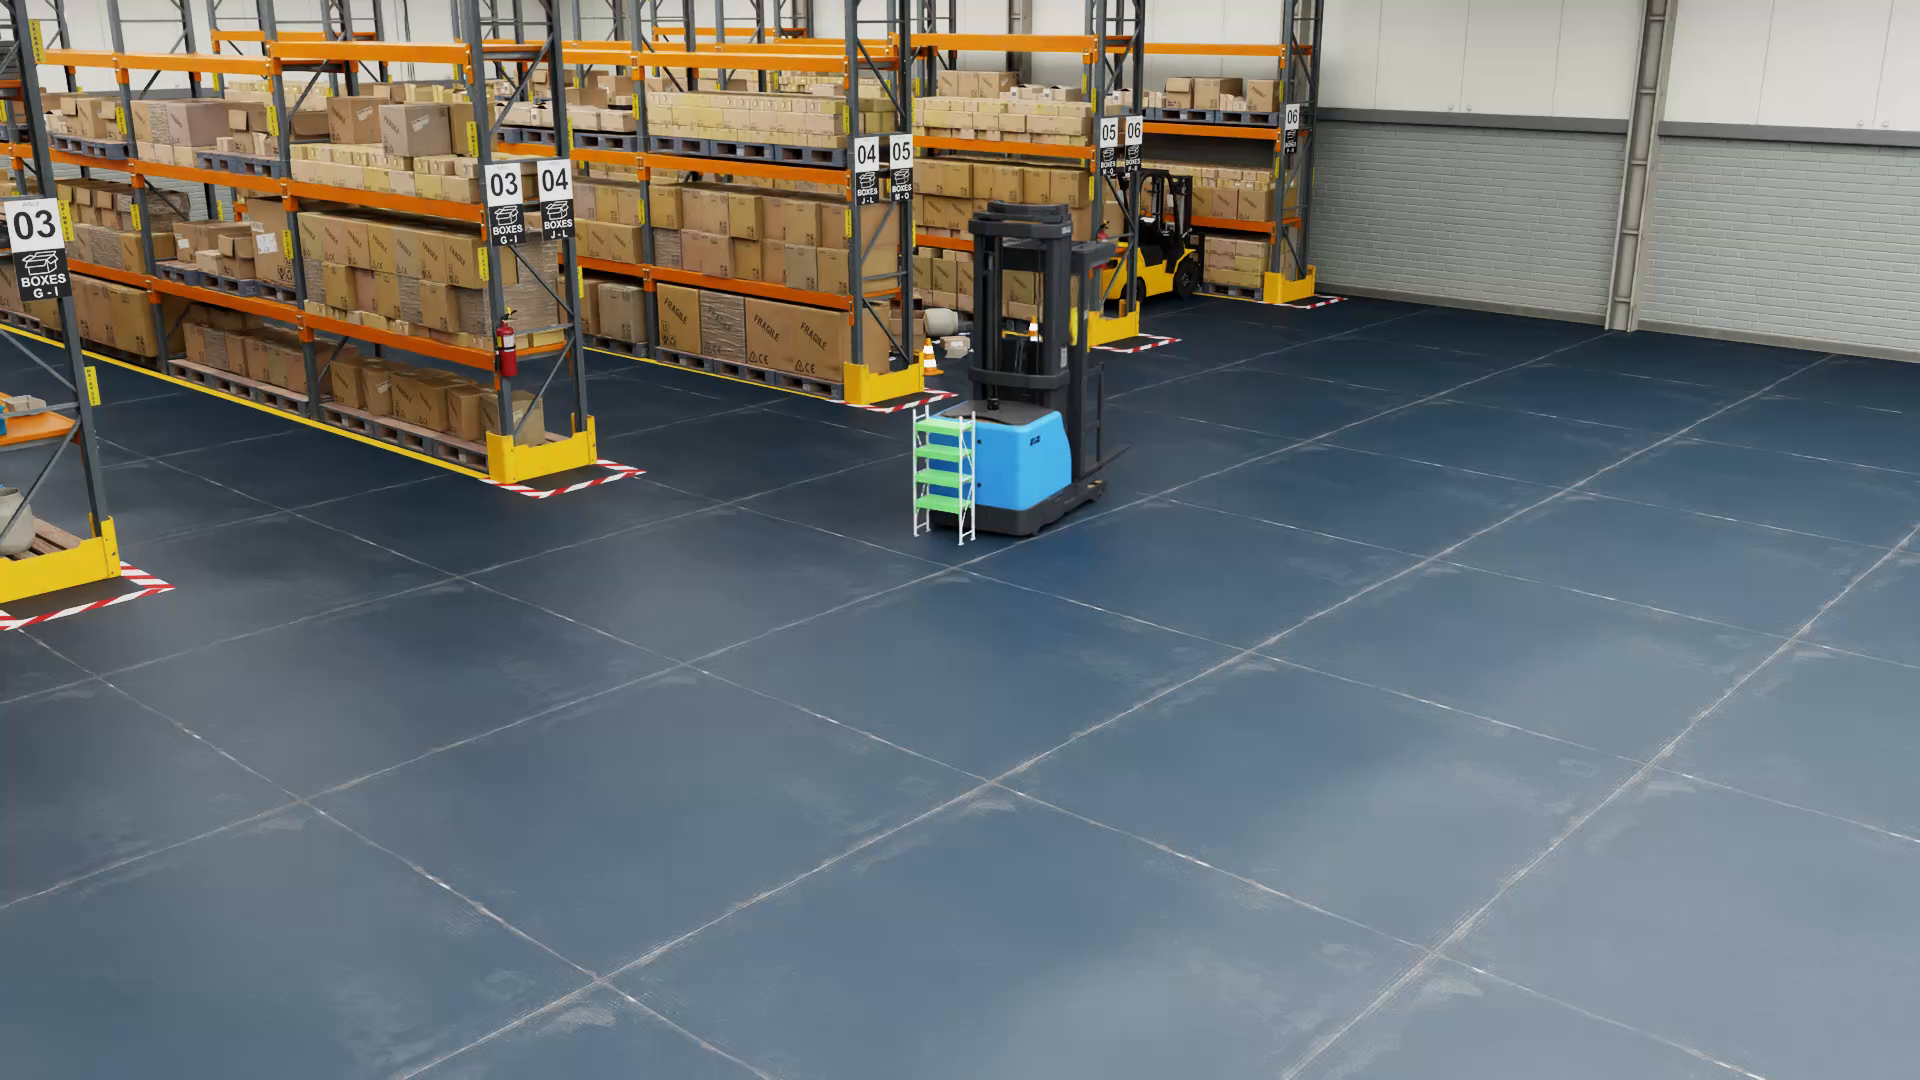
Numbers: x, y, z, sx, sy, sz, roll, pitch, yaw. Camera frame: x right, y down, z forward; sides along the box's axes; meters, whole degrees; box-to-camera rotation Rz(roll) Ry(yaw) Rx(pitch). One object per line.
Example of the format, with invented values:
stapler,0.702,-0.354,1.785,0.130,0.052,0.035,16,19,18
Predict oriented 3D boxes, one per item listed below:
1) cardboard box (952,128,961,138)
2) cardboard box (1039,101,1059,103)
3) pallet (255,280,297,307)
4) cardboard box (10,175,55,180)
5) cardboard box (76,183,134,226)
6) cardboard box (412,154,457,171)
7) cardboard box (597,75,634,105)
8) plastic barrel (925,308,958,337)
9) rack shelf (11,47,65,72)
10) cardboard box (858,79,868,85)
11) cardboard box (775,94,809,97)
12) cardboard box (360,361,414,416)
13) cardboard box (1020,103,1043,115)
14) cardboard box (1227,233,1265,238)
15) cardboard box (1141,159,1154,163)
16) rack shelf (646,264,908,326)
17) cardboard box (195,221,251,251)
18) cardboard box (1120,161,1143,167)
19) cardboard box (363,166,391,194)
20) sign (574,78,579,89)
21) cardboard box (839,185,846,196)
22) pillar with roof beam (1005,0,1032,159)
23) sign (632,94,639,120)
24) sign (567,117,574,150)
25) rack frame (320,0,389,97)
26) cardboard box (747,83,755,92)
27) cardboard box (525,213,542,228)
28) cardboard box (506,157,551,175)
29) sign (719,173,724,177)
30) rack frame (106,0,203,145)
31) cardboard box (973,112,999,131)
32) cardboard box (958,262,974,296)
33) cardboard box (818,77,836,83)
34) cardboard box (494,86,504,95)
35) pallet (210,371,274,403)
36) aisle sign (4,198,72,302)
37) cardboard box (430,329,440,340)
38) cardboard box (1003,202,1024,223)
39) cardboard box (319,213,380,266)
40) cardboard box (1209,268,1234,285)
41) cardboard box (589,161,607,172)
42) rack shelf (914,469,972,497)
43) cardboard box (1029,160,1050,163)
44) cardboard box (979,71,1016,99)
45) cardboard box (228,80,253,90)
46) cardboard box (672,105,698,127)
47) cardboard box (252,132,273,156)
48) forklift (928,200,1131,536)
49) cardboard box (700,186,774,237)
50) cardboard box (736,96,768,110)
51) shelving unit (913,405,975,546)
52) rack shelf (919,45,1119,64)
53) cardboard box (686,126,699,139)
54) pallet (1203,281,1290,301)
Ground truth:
cardboard box,0.094,-6.181,25.225,0.250,0.149,0.380,14,22,38
cardboard box,1.382,-6.406,24.614,0.250,0.149,0.380,15,23,39
pallet,-7.800,-3.048,20.212,1.213,0.211,1.003,15,23,39
cardboard box,-14.252,-5.345,25.649,0.500,0.500,0.500,14,22,38
cardboard box,-11.844,-4.697,23.267,0.637,0.503,0.797,16,24,41
cardboard box,-5.448,-3.915,17.257,0.250,0.149,0.380,15,23,40
cardboard box,-6.264,-8.236,30.425,0.500,0.500,0.500,15,23,38
plastic barrel,-0.305,-3.236,24.747,0.512,0.421,0.421,-3,18,-8
rack shelf,-14.804,-7.287,25.184,4.000,0.370,1.077,15,23,39
cardboard box,-1.871,-9.075,33.023,0.250,0.149,0.380,15,23,39
cardboard box,-2.145,-5.635,21.327,0.250,0.149,0.380,15,23,40
cardboard box,-6.619,-1.759,19.272,0.500,0.500,0.500,-10,20,-28
cardboard box,1.092,-6.304,24.293,0.250,0.149,0.380,15,23,39
cardboard box,4.927,-5.121,28.624,0.500,0.250,0.500,15,23,39
cardboard box,3.352,-6.712,29.710,0.250,0.149,0.380,15,23,39
rack shelf,-2.461,-3.310,21.911,4.000,0.370,1.077,15,23,39
cardboard box,-9.402,-3.815,21.453,0.700,0.500,0.500,-14,22,-38
cardboard box,3.039,-6.605,29.374,0.250,0.149,0.380,14,23,38
cardboard box,-5.995,-3.852,17.716,0.500,0.250,0.500,15,23,38
sign,-7.098,-8.389,30.781,0.005,0.325,0.100,15,23,39
cardboard box,-1.616,-5.725,26.978,0.500,0.500,0.500,15,23,40
pillar with roof beam,-1.731,-8.950,28.573,0.400,9.000,9.100,15,23,39
sign,-4.310,-5.756,22.095,0.005,0.325,0.100,15,23,39
sign,-3.973,-4.119,16.866,0.005,0.325,0.100,15,23,39
rack frame,-9.940,-8.520,27.222,0.127,3.000,1.000,15,23,39
cardboard box,-4.361,-9.567,35.235,0.500,0.250,0.500,14,22,37
cardboard box,-6.033,-4.552,24.468,0.500,0.500,0.500,15,23,39
cardboard box,-4.385,-3.806,16.913,0.250,0.149,0.380,15,23,39
sign,-4.104,-6.424,28.618,0.005,0.325,0.100,15,23,39
rack frame,-10.316,-6.615,21.219,0.127,3.000,1.000,15,23,39
cardboard box,0.538,-6.239,24.747,0.500,0.250,0.500,15,23,40
cardboard box,0.310,-4.053,25.674,0.500,0.500,0.500,17,24,42
cardboard box,-2.658,-9.284,33.649,0.250,0.149,0.380,15,23,40
cardboard box,-9.061,-8.892,32.906,0.250,0.149,0.380,16,24,41
pallet,-8.825,-2.025,21.281,1.213,0.211,1.003,15,23,39
aisle sign,-7.372,-2.320,13.304,0.004,0.787,0.394,15,23,39
cardboard box,-5.427,-2.243,17.773,0.250,0.149,0.380,15,23,39
cardboard box,0.913,-4.831,24.856,0.500,0.500,0.500,15,23,39
cardboard box,-6.782,-3.371,18.603,0.500,0.500,0.500,15,23,39
cardboard box,4.610,-4.530,28.417,0.500,0.250,0.500,15,23,39
cardboard box,-6.592,-7.172,31.072,0.500,0.500,0.500,15,23,40
rack shelf,-0.146,-0.530,15.147,0.480,0.148,0.258,10,20,29
cardboard box,1.506,-7.063,31.308,0.250,0.149,0.380,15,23,39
cardboard box,0.695,-8.442,30.909,0.500,0.500,0.500,16,23,41
cardboard box,-12.841,-8.134,29.725,0.250,0.149,0.380,15,23,39
cardboard box,-3.399,-5.540,21.686,0.500,0.250,0.500,15,23,39
cardboard box,-8.094,-4.685,19.622,0.258,0.266,0.396,16,24,41
forklift,0.820,-1.835,16.187,1.130,2.935,3.031,9,20,26
cardboard box,-2.903,-4.335,21.919,0.550,0.550,0.875,15,23,39
cardboard box,-2.583,-5.487,20.858,0.250,0.149,0.380,15,23,40
shelving unit,-0.146,-0.591,15.128,0.503,1.200,0.258,10,20,29
rack shelf,1.049,-9.046,30.729,4.000,0.370,1.077,15,23,39
cardboard box,-3.342,-5.310,21.621,0.250,0.149,0.380,15,23,38
pallet,4.937,-4.331,28.547,1.213,0.211,1.003,15,23,39
